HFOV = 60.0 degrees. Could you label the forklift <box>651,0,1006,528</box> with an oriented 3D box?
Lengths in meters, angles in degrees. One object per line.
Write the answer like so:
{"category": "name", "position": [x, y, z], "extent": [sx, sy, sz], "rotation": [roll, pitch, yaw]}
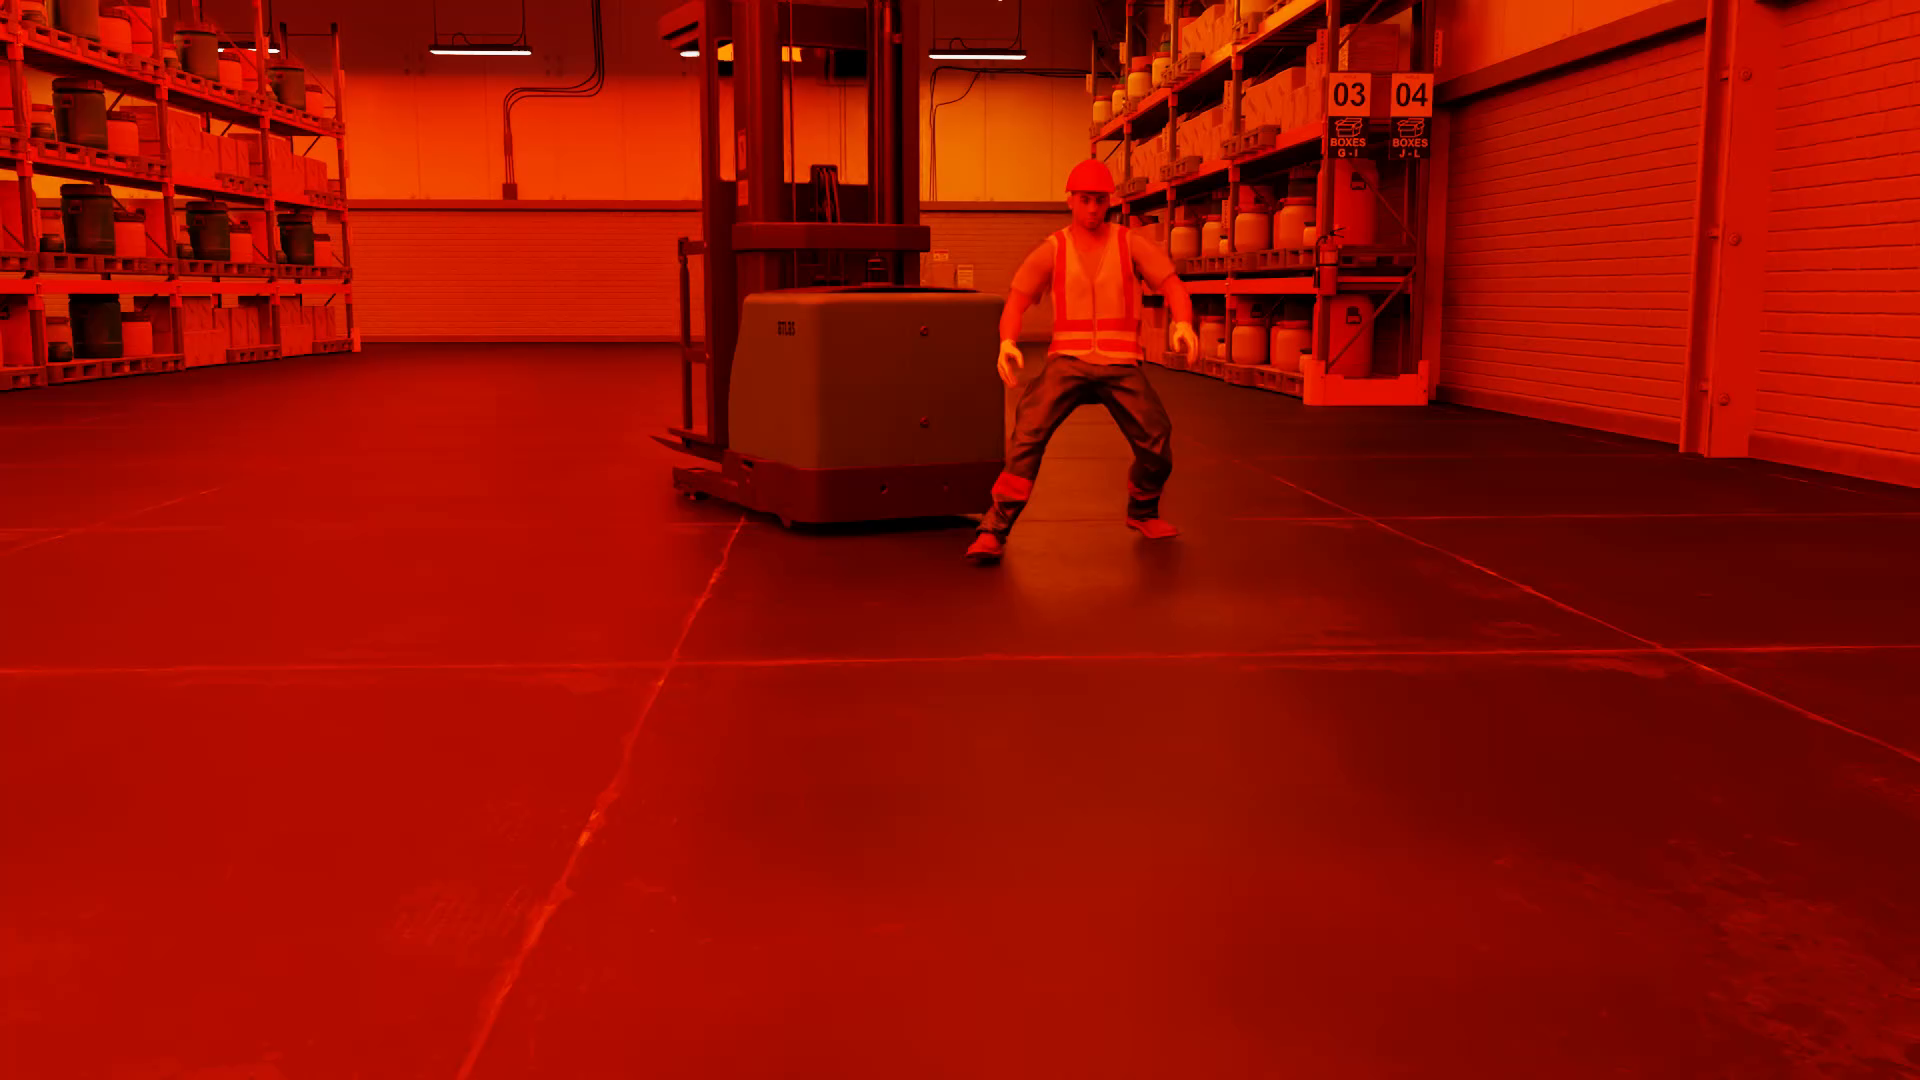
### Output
{"category": "forklift", "position": [-0.882, -1.680, 8.646], "extent": [1.130, 2.935, 3.031], "rotation": [-4, 9, -26]}

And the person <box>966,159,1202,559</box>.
{"category": "person", "position": [0.523, -0.748, 6.851], "extent": [0.932, 1.628, 0.918], "rotation": [1, 8, 5]}
